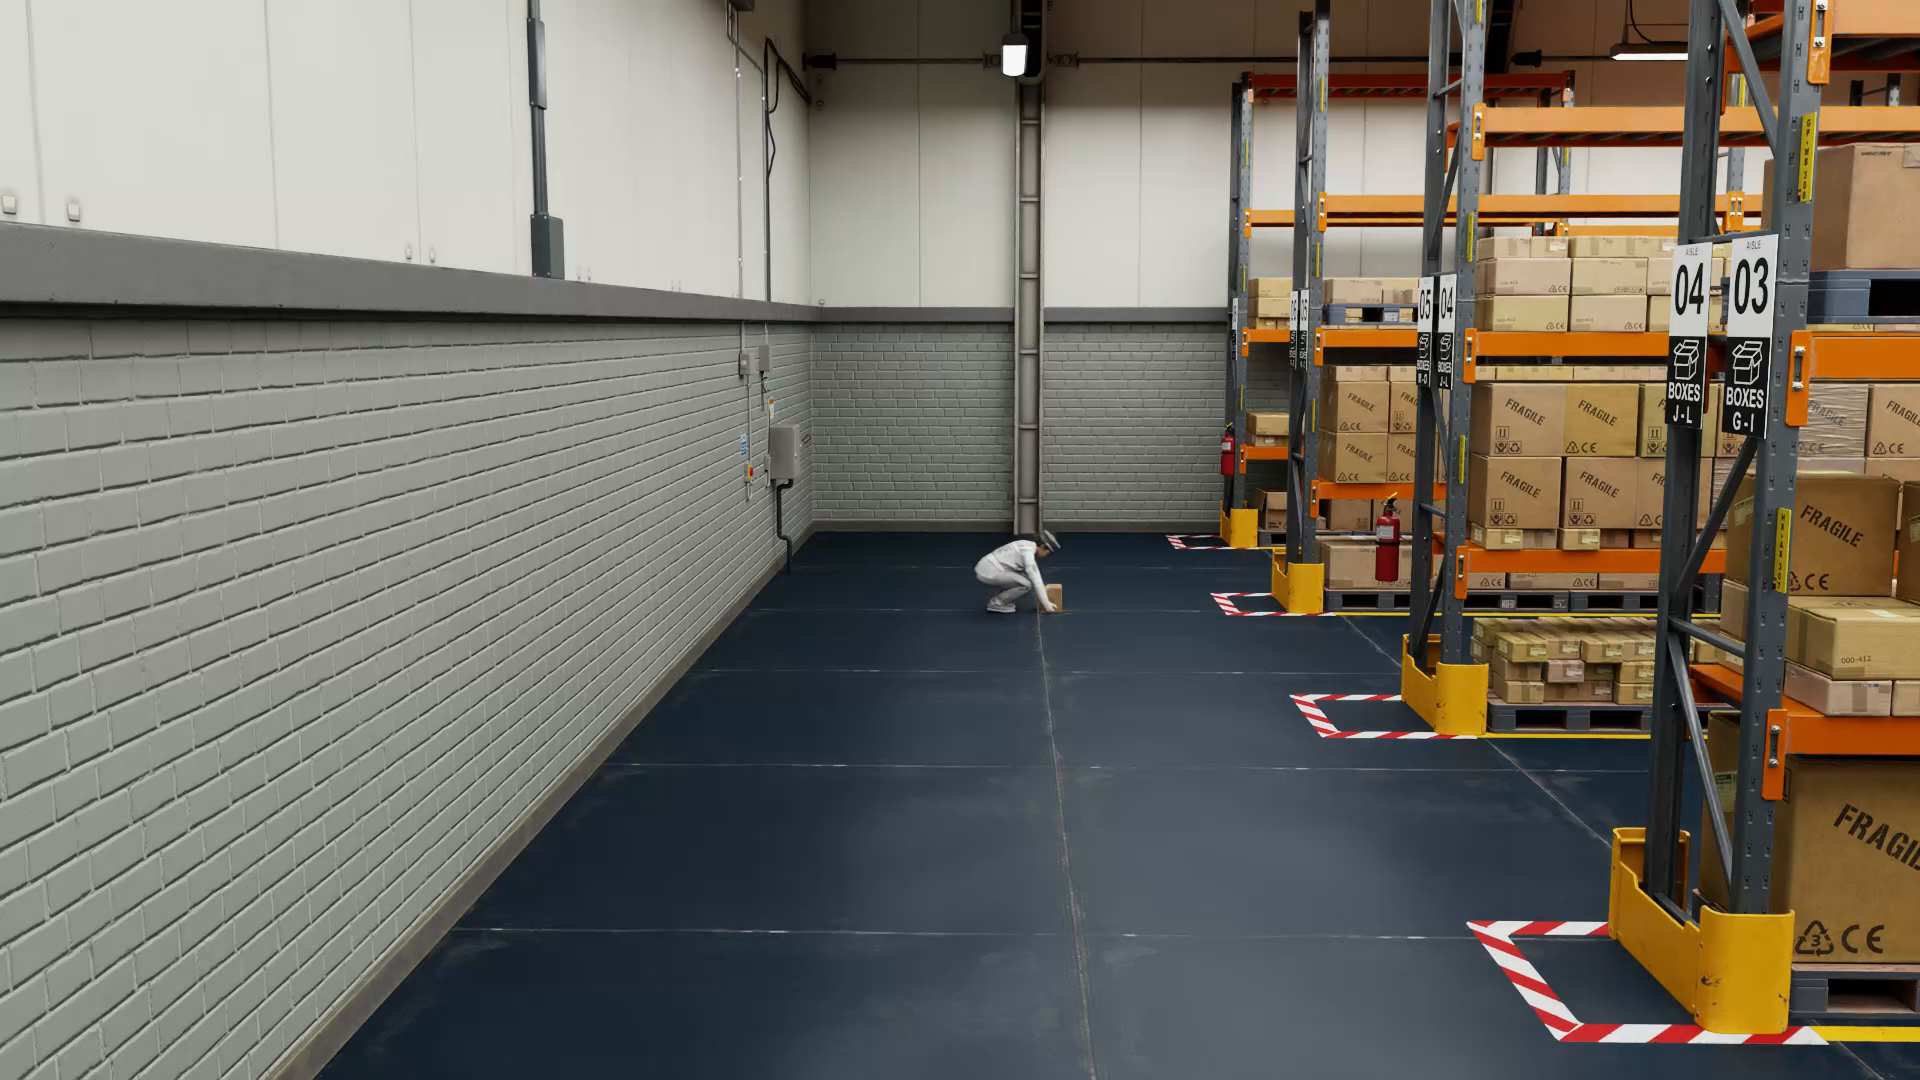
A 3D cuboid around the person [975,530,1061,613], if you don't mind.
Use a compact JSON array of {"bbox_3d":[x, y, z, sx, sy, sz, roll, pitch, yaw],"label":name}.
[{"bbox_3d":[0.584,0.325,16.717,0.869,0.848,0.475,0,7,1],"label":"person"}]
